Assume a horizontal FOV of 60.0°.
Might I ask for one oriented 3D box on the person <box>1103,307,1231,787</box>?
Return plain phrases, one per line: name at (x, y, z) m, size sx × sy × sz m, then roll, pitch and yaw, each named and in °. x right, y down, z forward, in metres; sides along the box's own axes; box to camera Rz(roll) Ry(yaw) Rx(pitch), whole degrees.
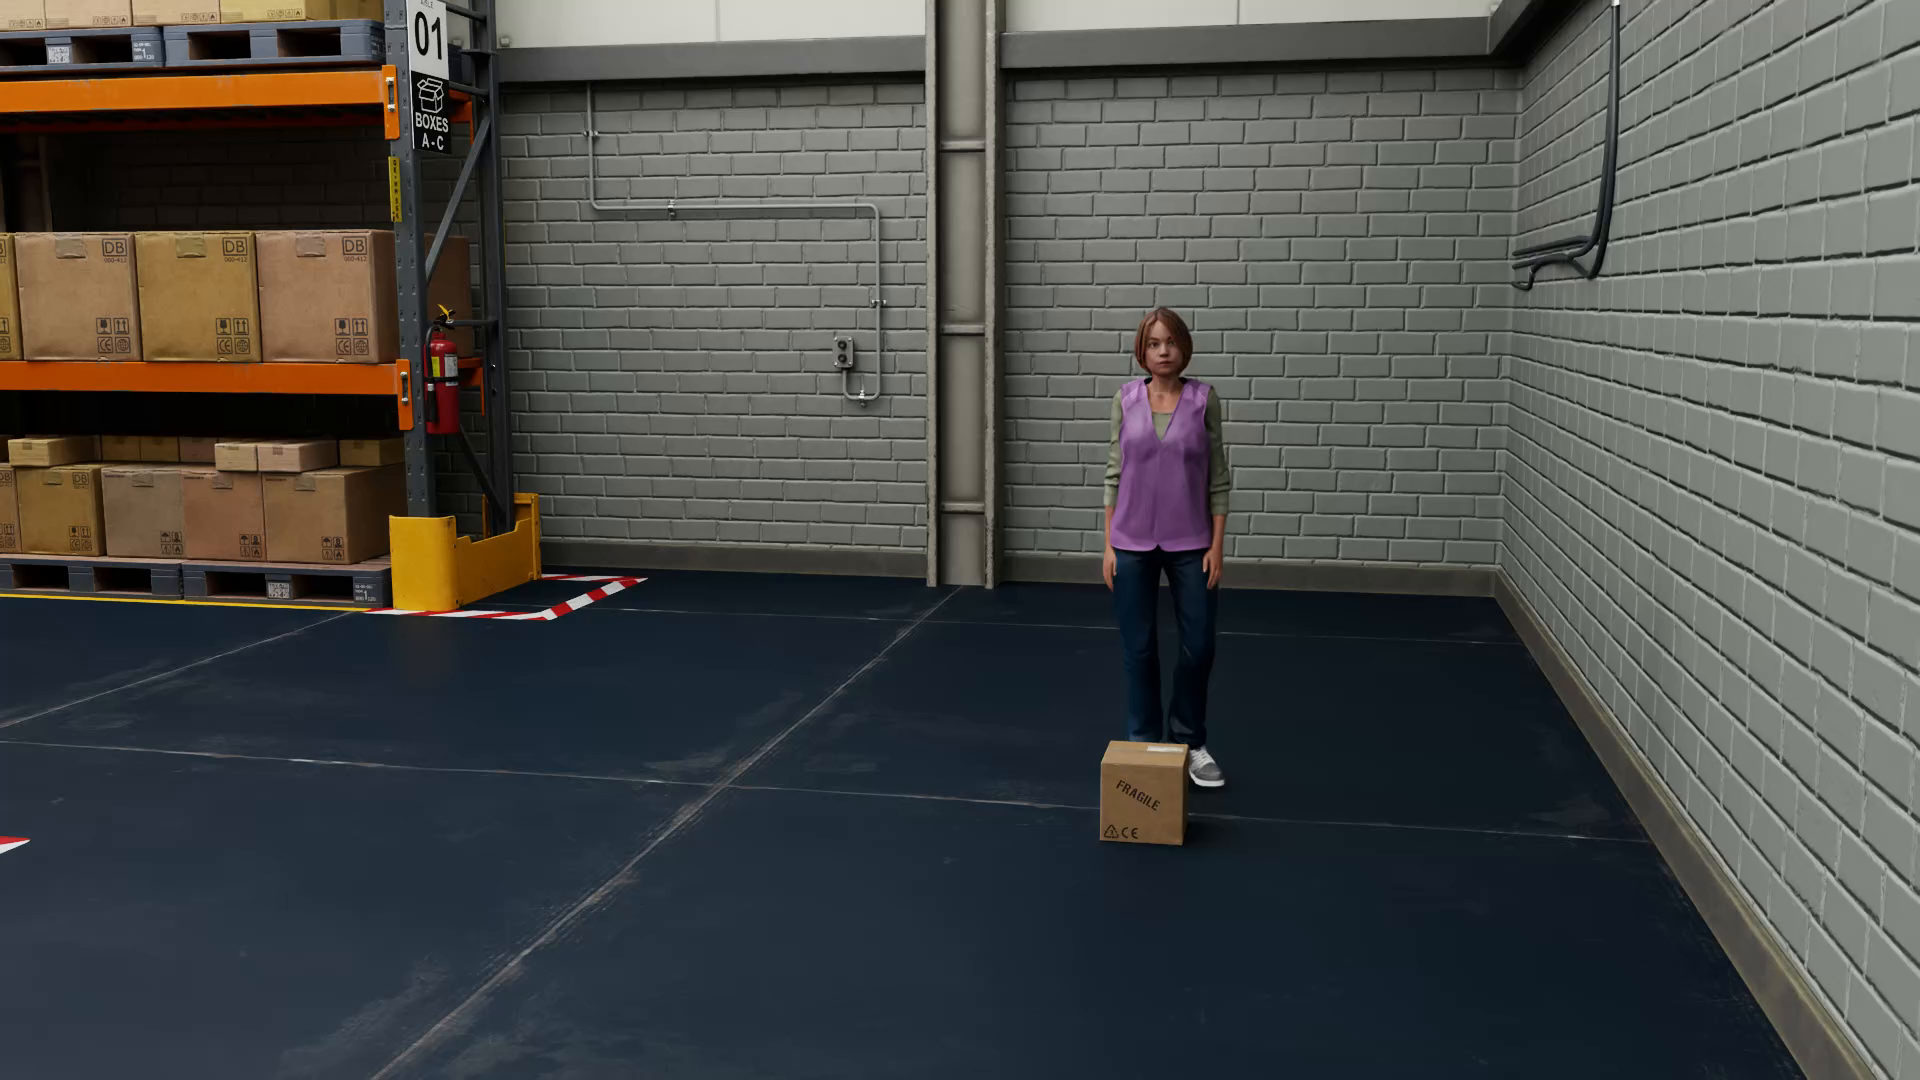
person at (0.686, 0.033, 5.525) m, size 0.422 × 1.596 × 0.352 m, roll 2°, pitch 8°, yaw 12°
